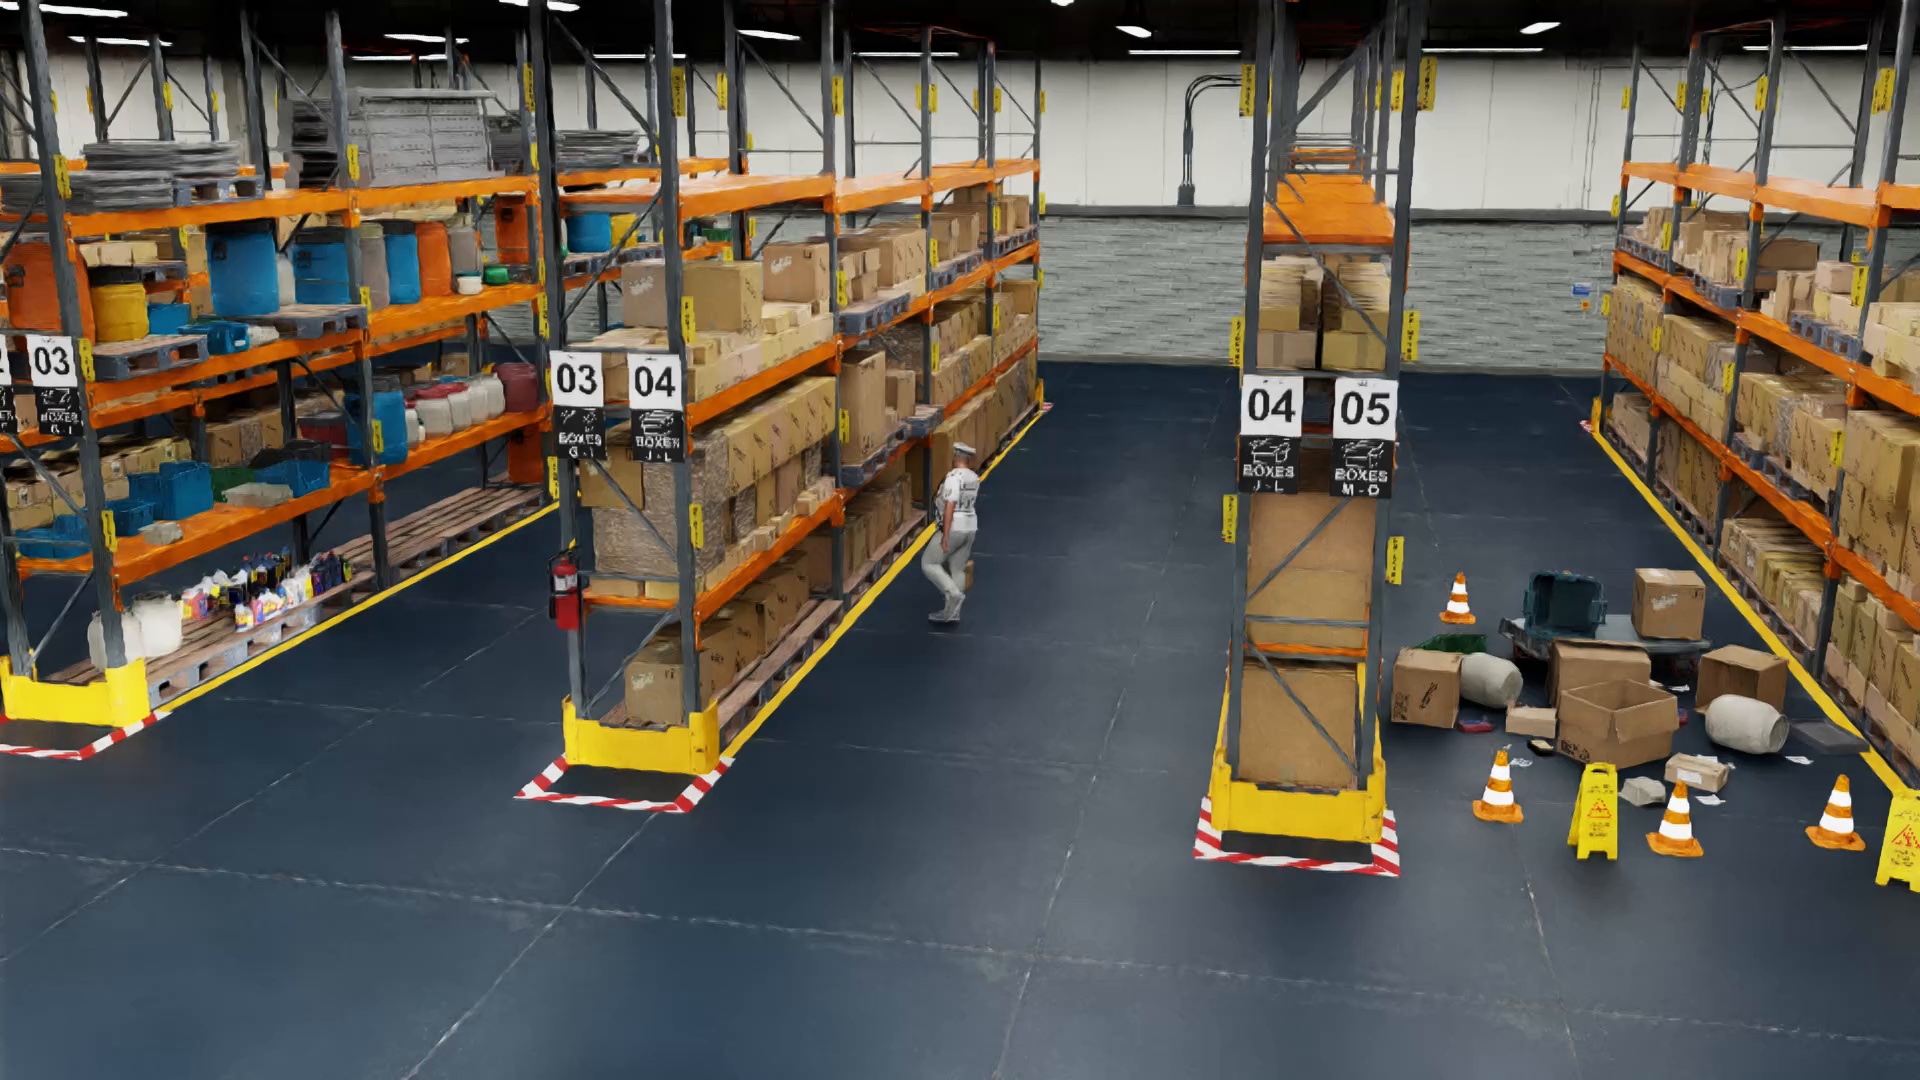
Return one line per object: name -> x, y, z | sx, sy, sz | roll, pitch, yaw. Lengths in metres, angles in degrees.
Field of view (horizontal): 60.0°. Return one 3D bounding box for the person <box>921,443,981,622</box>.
person -> -0.045, -0.069, 16.271 | 0.517, 1.706, 0.710 | 10, 17, 33
